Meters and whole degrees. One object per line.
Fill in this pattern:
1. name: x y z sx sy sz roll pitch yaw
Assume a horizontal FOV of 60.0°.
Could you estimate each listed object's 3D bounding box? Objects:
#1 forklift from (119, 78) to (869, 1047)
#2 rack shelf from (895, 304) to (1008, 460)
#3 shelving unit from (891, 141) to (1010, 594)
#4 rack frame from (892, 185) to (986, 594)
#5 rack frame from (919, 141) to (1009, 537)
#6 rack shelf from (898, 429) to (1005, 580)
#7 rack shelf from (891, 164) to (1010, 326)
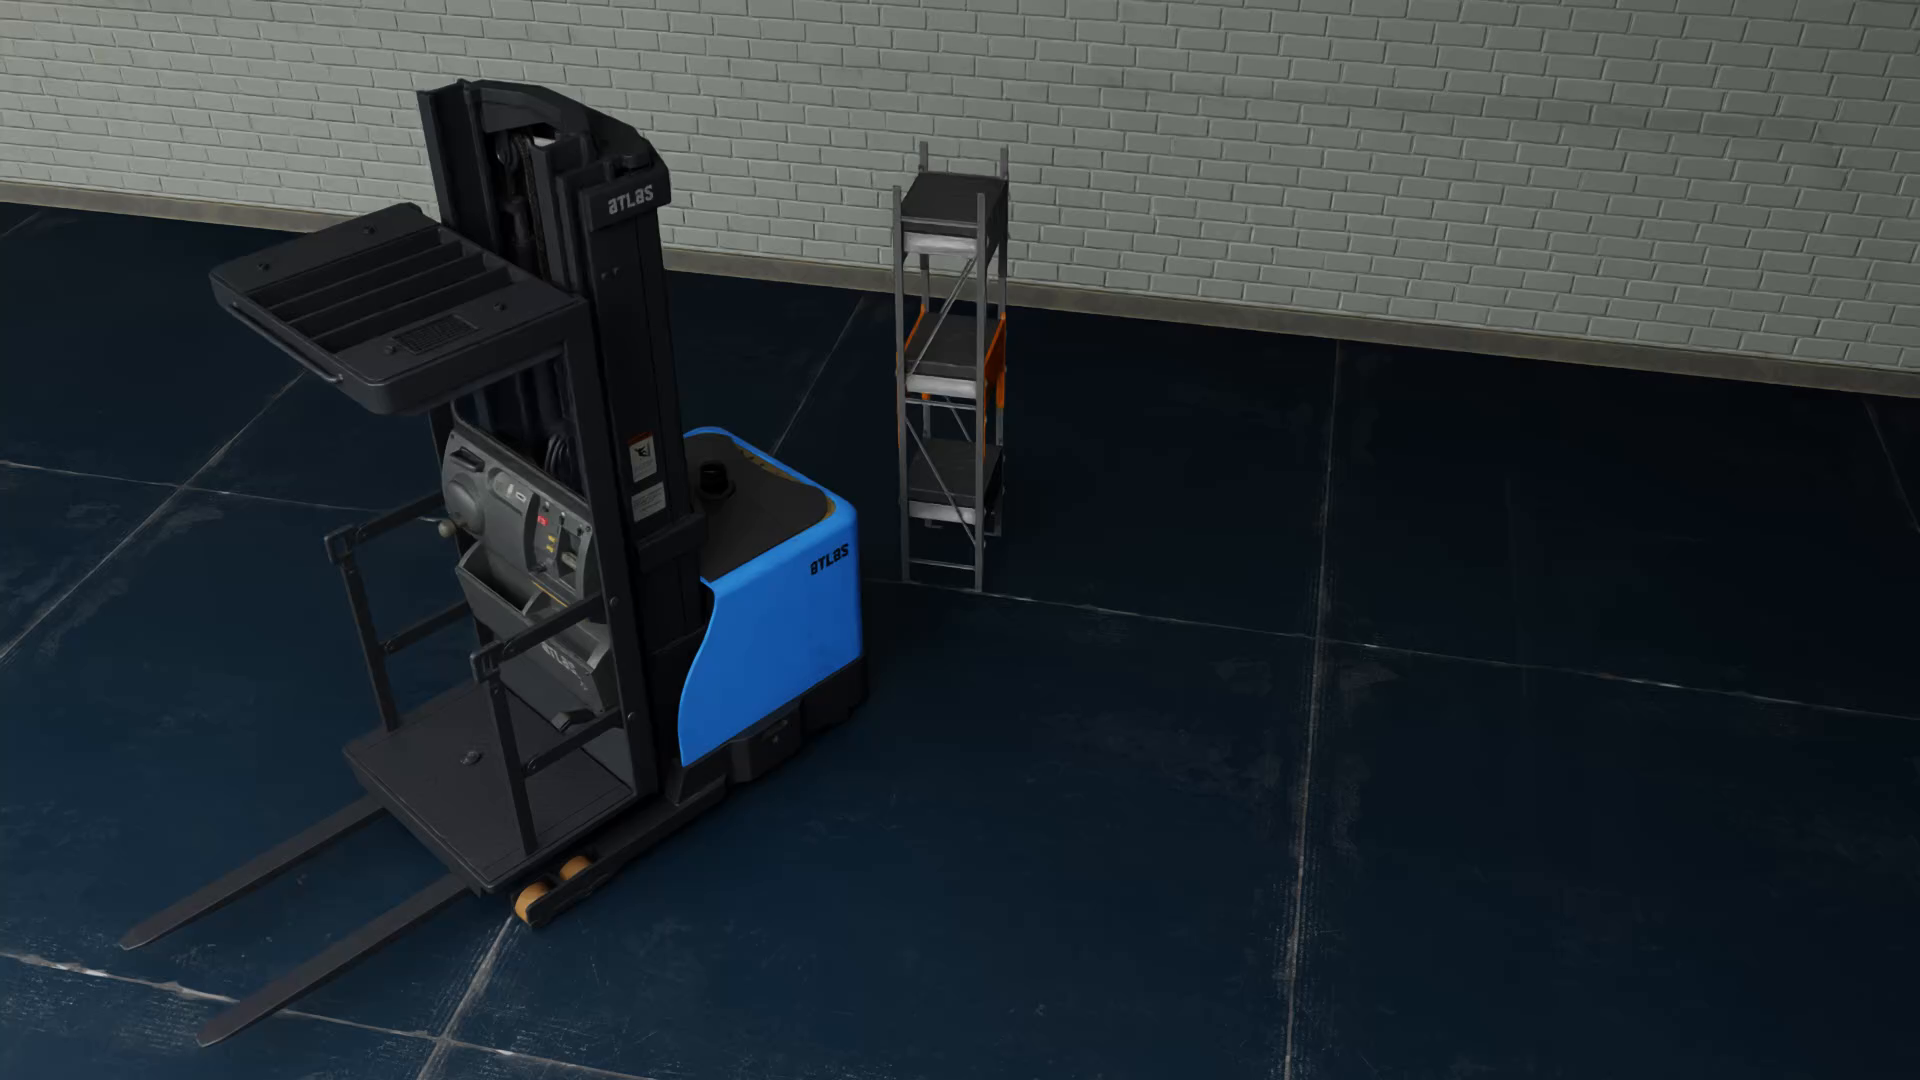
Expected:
1. forklift: -1.797 -0.032 6.067 1.130 2.935 3.031 30 45 34
2. rack shelf: -0.035 -0.744 7.781 0.431 0.518 0.480 7 37 10
3. shelving unit: -0.035 -0.755 7.773 0.431 2.100 0.503 7 37 10
4. rack frame: -0.087 -0.615 7.580 0.400 2.100 0.015 7 37 10
5. rack frame: 0.017 -0.895 7.966 0.400 2.100 0.015 7 37 10
6. rack shelf: -0.035 -0.177 8.192 0.431 0.518 0.480 7 37 10
7. rack shelf: -0.035 -1.311 7.370 0.431 0.518 0.480 7 37 10
